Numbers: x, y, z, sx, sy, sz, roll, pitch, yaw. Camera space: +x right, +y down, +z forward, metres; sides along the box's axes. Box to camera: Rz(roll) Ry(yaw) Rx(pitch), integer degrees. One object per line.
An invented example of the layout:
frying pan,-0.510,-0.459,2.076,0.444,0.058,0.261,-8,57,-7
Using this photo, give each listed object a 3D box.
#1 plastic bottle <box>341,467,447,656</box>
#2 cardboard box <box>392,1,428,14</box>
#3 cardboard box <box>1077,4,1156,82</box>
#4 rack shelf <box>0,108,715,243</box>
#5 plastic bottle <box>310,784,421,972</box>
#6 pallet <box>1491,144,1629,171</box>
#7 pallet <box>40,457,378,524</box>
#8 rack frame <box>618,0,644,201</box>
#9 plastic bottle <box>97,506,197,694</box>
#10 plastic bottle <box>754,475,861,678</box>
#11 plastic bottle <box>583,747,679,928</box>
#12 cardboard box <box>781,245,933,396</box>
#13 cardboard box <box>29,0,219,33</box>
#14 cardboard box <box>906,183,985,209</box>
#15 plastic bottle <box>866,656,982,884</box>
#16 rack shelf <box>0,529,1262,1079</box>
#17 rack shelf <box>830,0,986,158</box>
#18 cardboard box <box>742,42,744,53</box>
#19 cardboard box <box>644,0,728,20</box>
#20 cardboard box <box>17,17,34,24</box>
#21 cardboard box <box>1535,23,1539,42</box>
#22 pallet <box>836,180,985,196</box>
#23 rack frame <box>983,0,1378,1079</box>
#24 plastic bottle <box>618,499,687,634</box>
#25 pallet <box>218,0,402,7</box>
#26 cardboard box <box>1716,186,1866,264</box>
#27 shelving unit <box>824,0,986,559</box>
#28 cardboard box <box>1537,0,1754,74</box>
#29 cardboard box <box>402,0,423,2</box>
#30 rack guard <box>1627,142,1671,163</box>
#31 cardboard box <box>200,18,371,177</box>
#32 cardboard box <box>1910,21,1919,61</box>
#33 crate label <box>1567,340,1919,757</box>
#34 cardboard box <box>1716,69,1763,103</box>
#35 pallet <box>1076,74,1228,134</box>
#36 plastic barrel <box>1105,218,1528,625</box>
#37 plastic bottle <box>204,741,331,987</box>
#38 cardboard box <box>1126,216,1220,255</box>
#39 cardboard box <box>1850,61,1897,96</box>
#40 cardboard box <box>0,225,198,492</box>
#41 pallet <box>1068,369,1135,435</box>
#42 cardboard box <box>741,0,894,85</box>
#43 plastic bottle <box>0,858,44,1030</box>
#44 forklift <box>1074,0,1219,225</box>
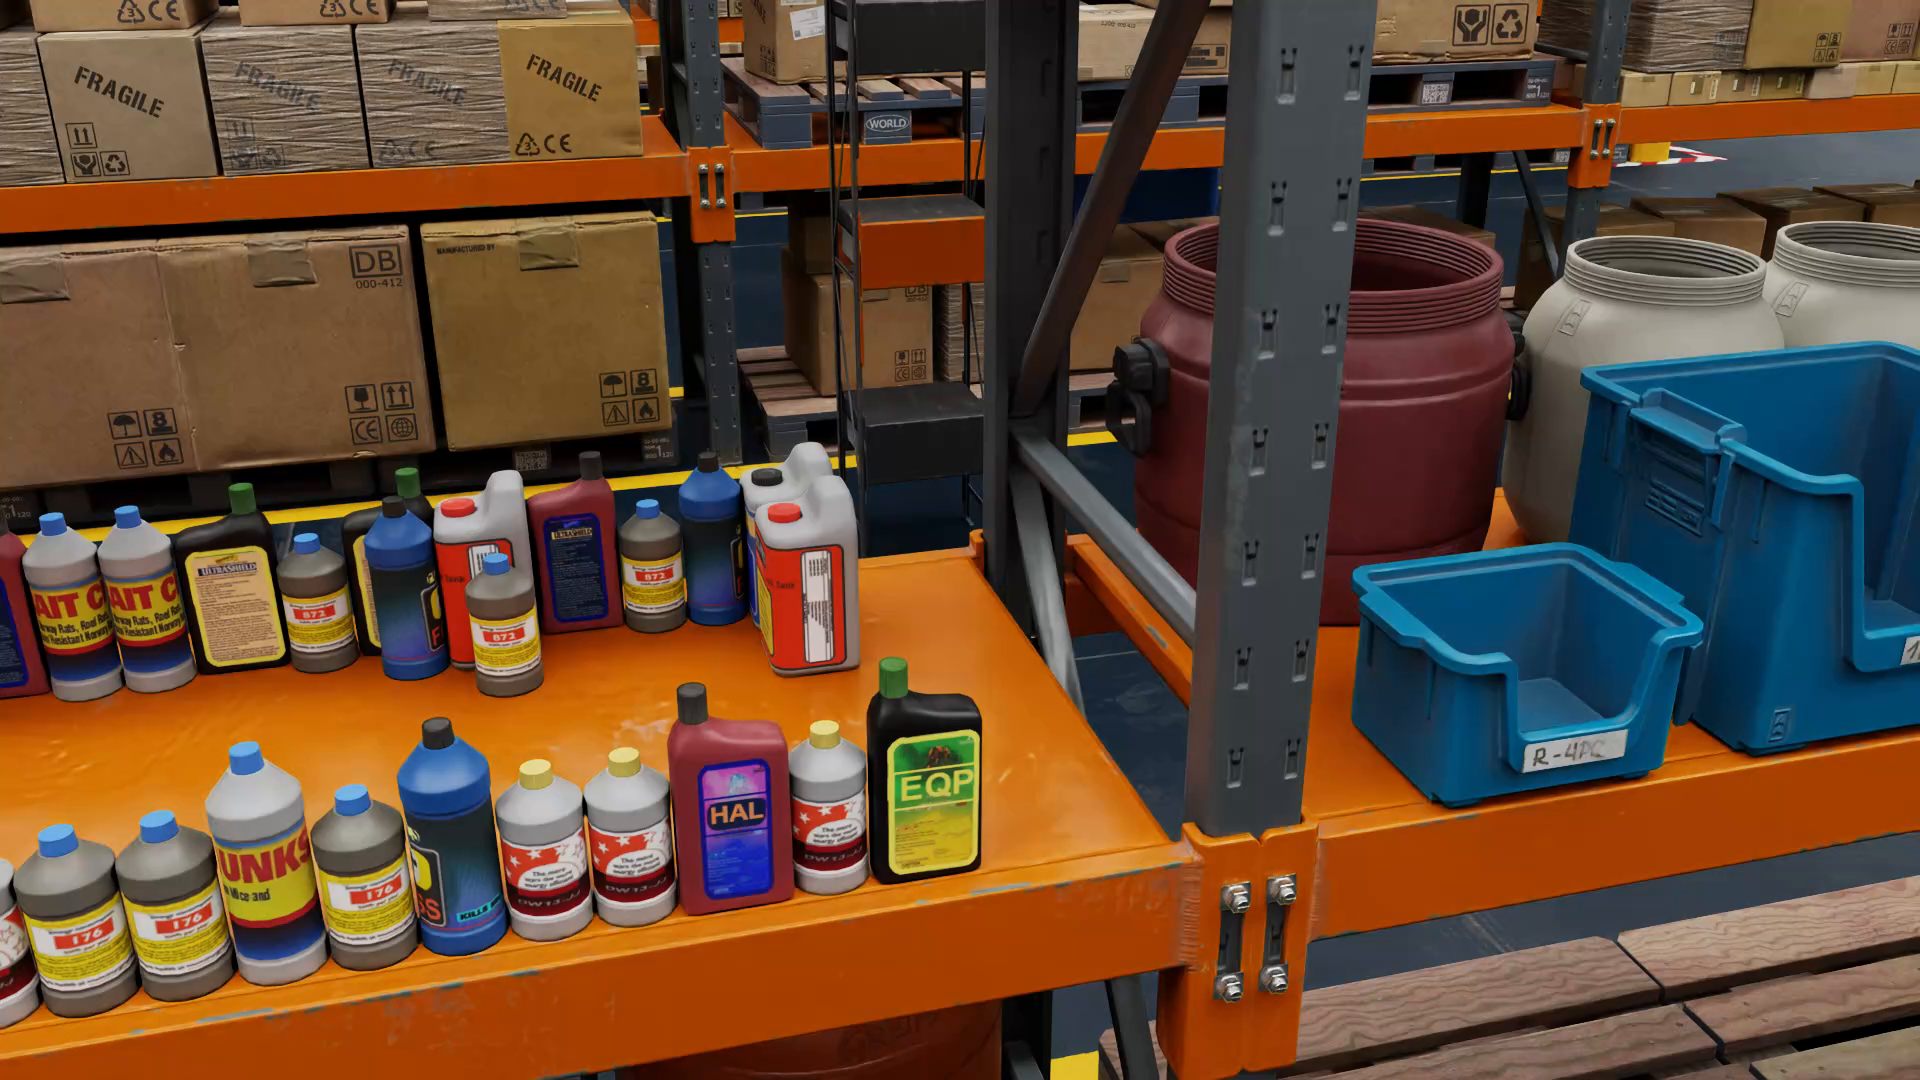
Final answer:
plastic bottle,-0.858,0.032,2.519,0.133,0.283,0.061,-6,24,-14
cardboard box,-2.143,-1.913,6.778,0.500,0.500,0.500,-7,24,-16
cardboard box,0.570,-2.087,6.967,0.500,0.250,0.500,-7,24,-16
rack shelf,-3.031,-1.328,6.453,4.000,0.370,1.077,-6,24,-14
plastic bottle,-0.661,0.366,1.845,0.097,0.201,0.097,0,23,0
pallet,4.606,-3.221,13.490,1.213,0.211,1.003,-6,24,-14
pallet,-3.057,-0.406,6.929,1.213,0.211,1.003,-6,24,-14
rack frame,-2.348,-3.766,11.222,0.127,3.000,1.000,-6,24,-14
plastic bottle,-1.187,0.081,2.420,0.097,0.271,0.097,0,23,0
plastic bottle,-0.230,0.047,2.494,0.135,0.276,0.152,-6,24,-14
plastic bottle,-0.380,0.335,1.917,0.097,0.201,0.097,0,23,0
cardboard box,-0.466,-1.004,7.398,0.500,0.500,0.700,-8,24,-17
cardboard box,-3.086,-2.165,6.092,0.637,0.503,0.797,-6,24,-13
cardboard box,0.040,-1.413,7.400,0.500,0.250,0.500,-4,23,-8
plastic bottle,-0.042,0.267,1.971,0.133,0.283,0.061,-6,24,-14
rack shelf,-1.693,0.552,2.071,4.000,0.370,1.077,-6,24,-14
rack shelf,-0.159,-1.578,5.524,0.480,0.518,0.431,-6,24,-14
cardboard box,-1.796,-4.836,16.517,0.625,0.372,0.950,-6,24,-13
cardboard box,-1.843,-3.757,11.075,0.500,0.500,0.500,-6,24,-14
cardboard box,-3.601,-1.753,6.406,0.500,0.500,0.500,-7,24,-15
cardboard box,3.873,-3.642,13.097,0.875,0.875,0.875,-7,24,-15
pallet,-0.396,-2.668,12.200,1.213,0.211,1.003,-6,24,-14
rack frame,0.232,0.007,2.428,0.053,2.616,0.949,-6,24,-14
plastic bottle,-0.484,0.036,2.615,0.097,0.201,0.097,0,23,0
pallet,-4.243,-3.451,10.732,1.213,0.211,1.003,-6,24,-14
cardboard box,4.268,-1.529,8.647,0.500,0.500,0.500,-9,25,-19
shelving unit,-0.159,-0.947,5.795,0.503,2.100,0.431,-6,24,-14
cardboard box,3.196,-2.505,7.780,0.500,0.500,0.875,-6,24,-14
cardboard box,-5.330,-4.715,15.597,0.875,0.875,0.875,-6,24,-14
rack guard,5.378,-3.471,13.707,0.348,0.500,1.175,-6,24,-14
cardboard box,-2.494,-1.664,6.196,0.500,0.500,0.500,-7,24,-16
cardboard box,4.634,-2.674,8.173,0.500,0.500,0.875,-6,24,-14
crate label,1.262,-0.011,2.426,0.616,0.435,0.502,-6,24,-14
cardboard box,3.512,-2.150,7.775,0.250,0.149,0.380,-6,24,-14
pallet,0.790,-2.010,7.373,1.213,0.211,1.003,-6,24,-14
plastic barrel,0.598,-0.218,2.782,0.708,0.536,0.600,-6,24,-14
plastic bottle,-0.755,0.344,1.807,0.097,0.271,0.097,0,23,0
cardboard box,1.146,-1.191,7.833,0.500,0.500,0.700,-8,25,-19
cardboard box,4.231,-2.233,7.970,0.250,0.149,0.380,-6,24,-14
cardboard box,-3.486,-0.833,6.550,0.875,0.875,1.225,-7,24,-16
pallet,0.820,-0.801,7.850,1.213,0.211,1.003,-6,24,-14
cardboard box,-0.596,-2.183,6.875,0.500,0.500,0.500,-9,25,-21
plastic bottle,-1.036,0.408,1.748,0.097,0.201,0.097,0,23,0
forklift,0.733,-2.907,9.308,1.130,2.935,3.031,-1,23,-2
